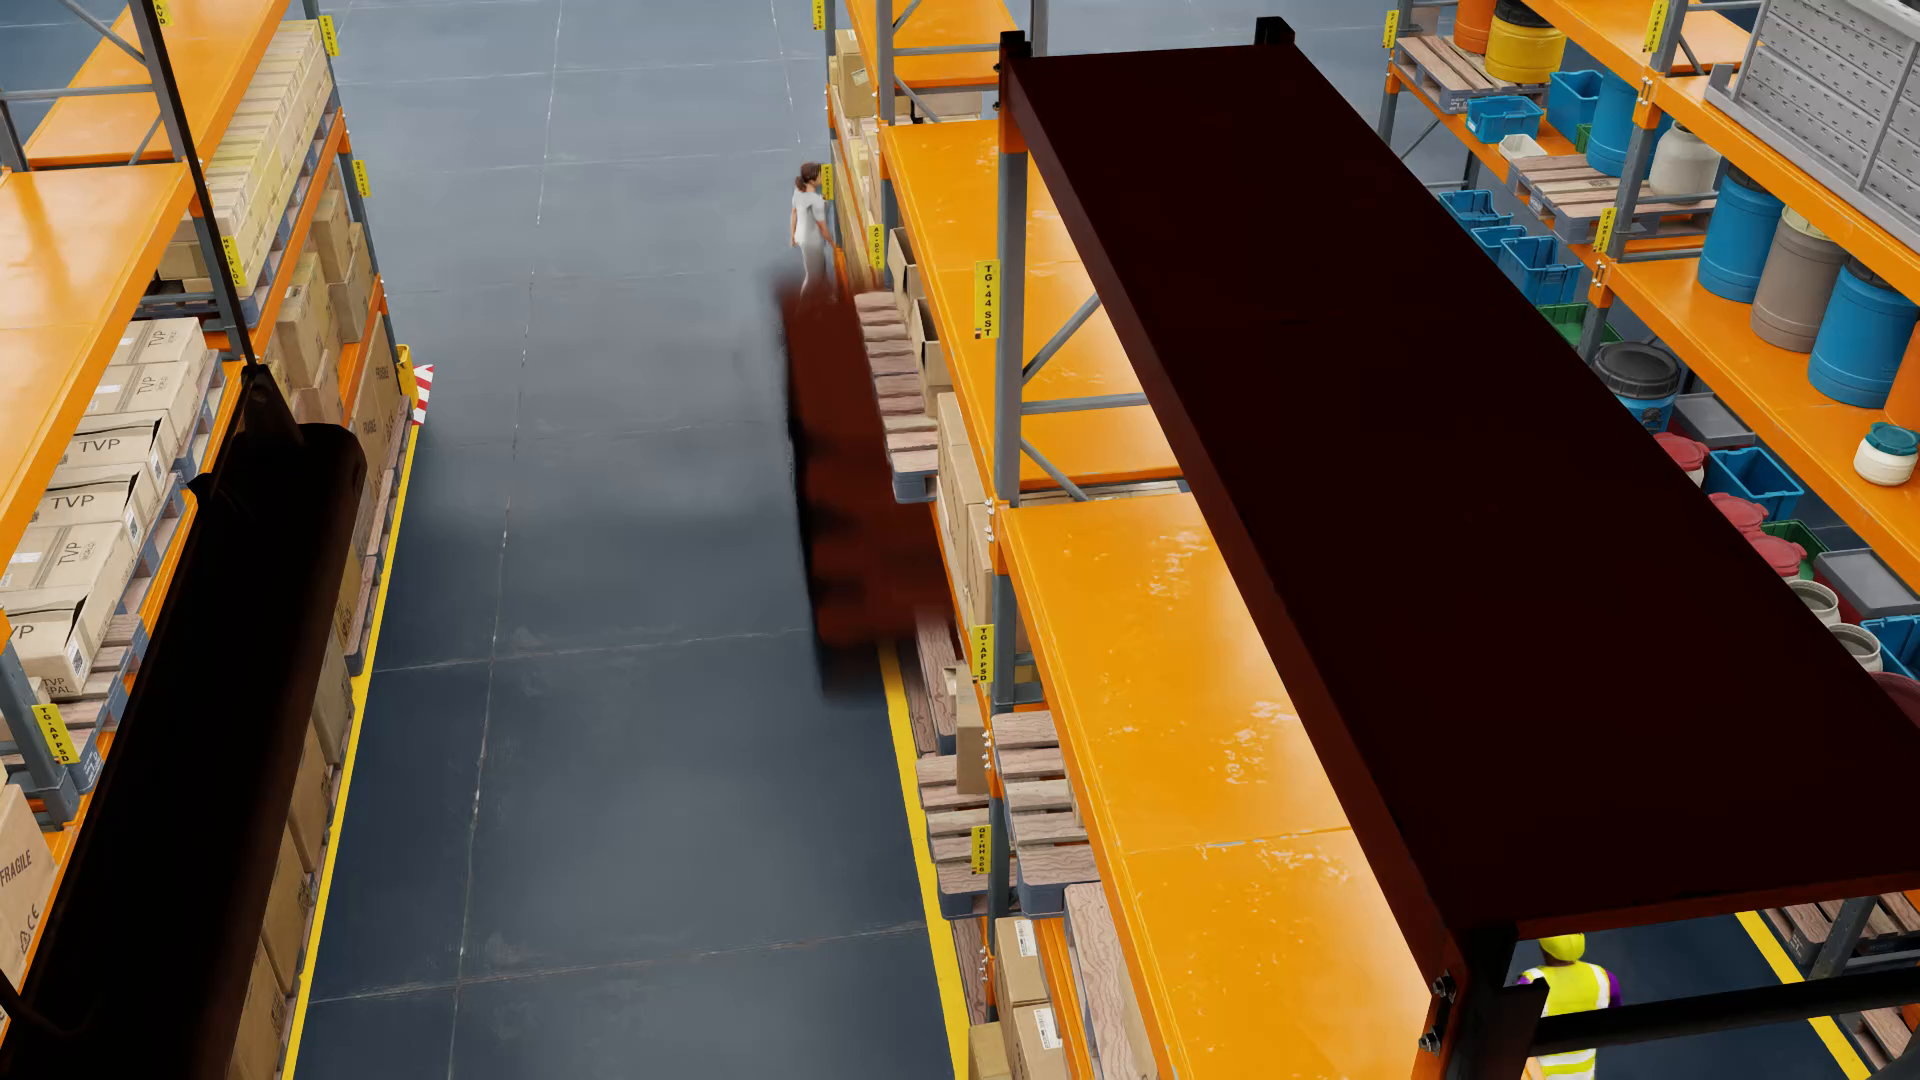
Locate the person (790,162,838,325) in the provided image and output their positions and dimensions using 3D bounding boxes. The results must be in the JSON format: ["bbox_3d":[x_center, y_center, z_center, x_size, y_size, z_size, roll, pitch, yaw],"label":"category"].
[{"bbox_3d":[-1.358,-2.873,15.979,0.601,1.685,0.546,-18,40,-22],"label":"person"}]

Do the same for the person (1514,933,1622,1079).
[{"bbox_3d":[2.918,2.604,8.287,0.706,1.656,0.711,-1,36,-1],"label":"person"}]
